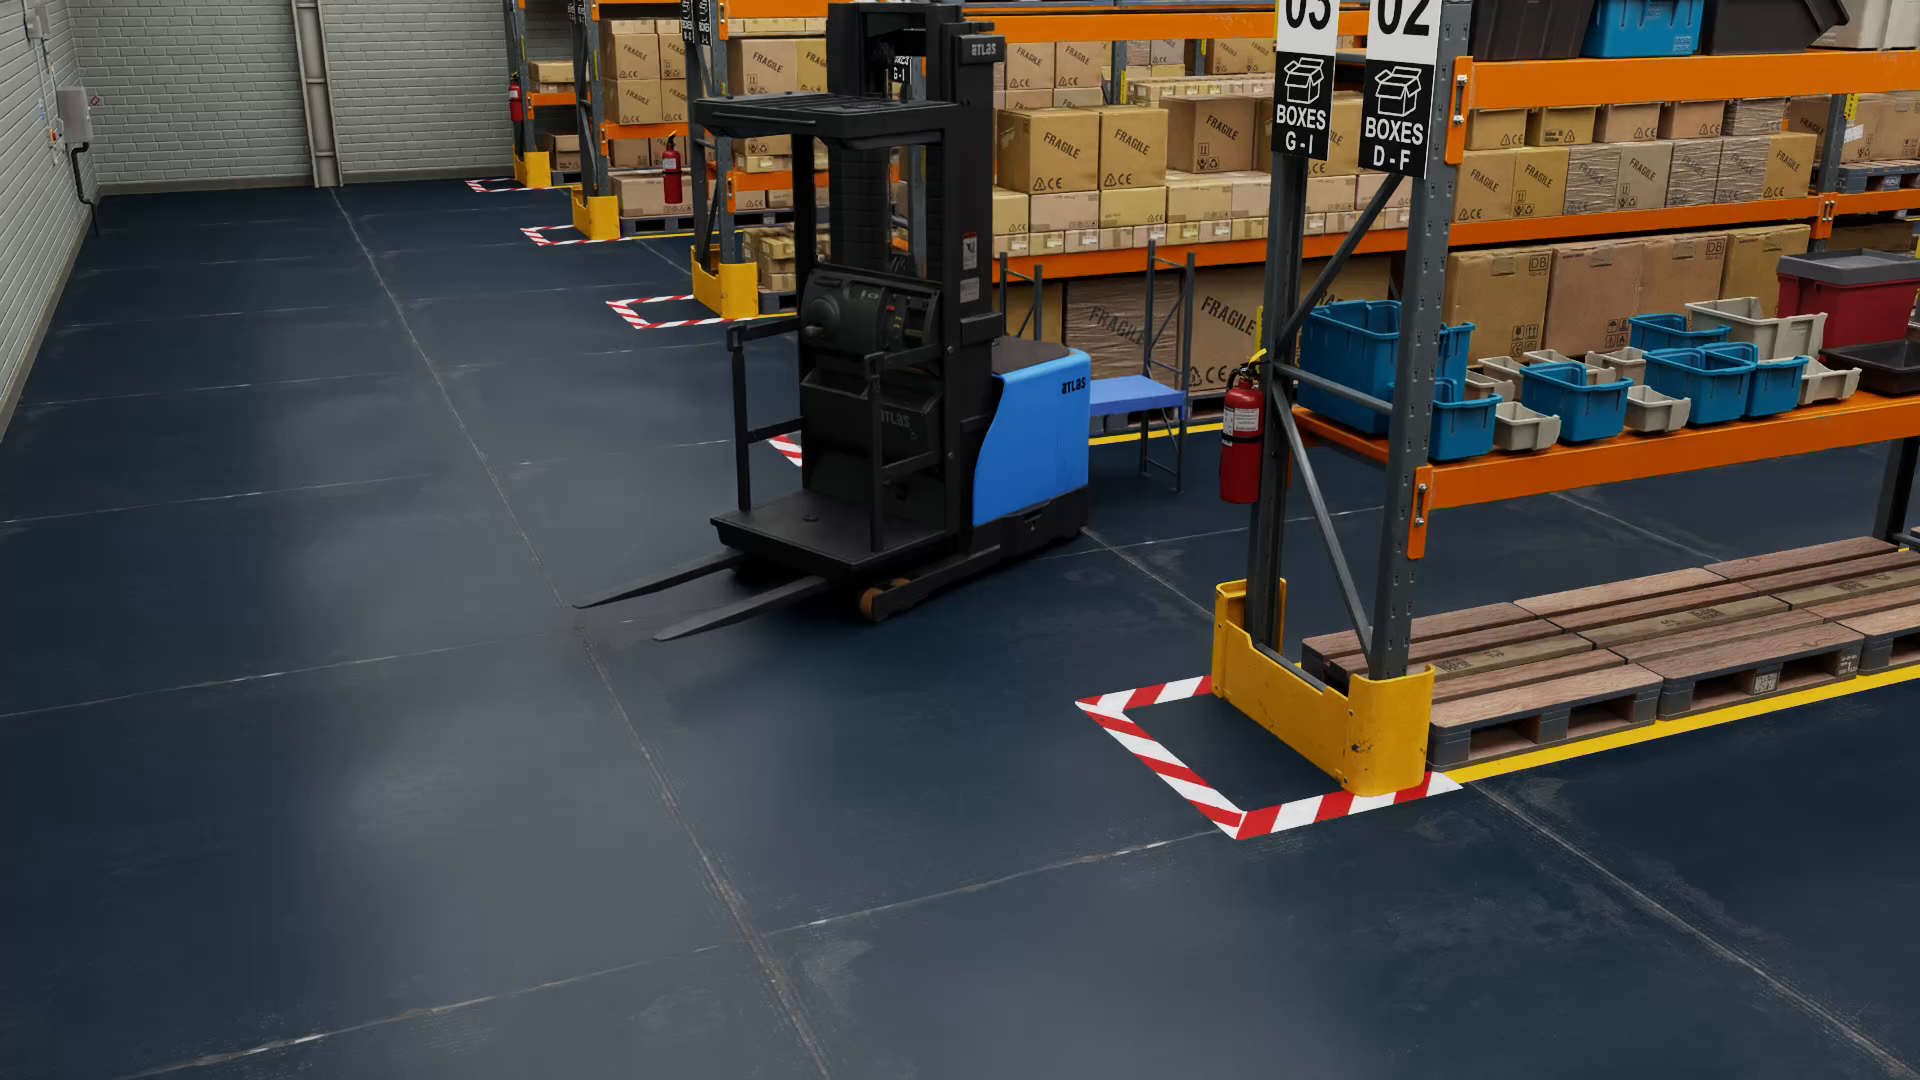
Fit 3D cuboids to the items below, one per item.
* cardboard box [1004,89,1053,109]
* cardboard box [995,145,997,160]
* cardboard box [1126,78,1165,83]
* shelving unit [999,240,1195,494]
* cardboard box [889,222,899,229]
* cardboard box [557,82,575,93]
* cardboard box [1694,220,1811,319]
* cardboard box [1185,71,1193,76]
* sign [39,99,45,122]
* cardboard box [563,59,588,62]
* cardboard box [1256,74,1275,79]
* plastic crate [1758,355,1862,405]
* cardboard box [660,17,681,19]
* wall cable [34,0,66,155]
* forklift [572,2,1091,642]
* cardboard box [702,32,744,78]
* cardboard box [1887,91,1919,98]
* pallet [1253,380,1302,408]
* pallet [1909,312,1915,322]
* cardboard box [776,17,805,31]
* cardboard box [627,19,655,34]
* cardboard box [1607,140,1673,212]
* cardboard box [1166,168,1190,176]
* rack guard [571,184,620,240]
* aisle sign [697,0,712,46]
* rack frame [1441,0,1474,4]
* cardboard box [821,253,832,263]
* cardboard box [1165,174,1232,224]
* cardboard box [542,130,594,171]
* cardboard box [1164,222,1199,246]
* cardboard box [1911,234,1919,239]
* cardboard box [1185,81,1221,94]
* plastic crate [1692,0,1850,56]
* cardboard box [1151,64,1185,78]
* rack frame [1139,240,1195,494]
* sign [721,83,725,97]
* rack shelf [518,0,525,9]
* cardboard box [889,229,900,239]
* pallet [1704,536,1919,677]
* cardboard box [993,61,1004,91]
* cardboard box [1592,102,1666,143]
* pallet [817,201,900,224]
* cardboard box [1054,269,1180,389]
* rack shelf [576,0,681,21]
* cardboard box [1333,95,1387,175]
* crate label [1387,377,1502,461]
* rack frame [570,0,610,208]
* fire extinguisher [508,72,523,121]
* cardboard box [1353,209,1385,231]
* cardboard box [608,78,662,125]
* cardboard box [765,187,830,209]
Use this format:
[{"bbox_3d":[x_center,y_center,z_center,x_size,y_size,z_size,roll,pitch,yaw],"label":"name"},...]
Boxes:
[{"bbox_3d":[0.558,-4.124,16.120,0.500,0.500,0.500,-9,21,-23],"label":"cardboard box"},{"bbox_3d":[0.251,-3.772,16.096,0.250,0.149,0.380,-9,21,-24],"label":"cardboard box"},{"bbox_3d":[1.905,-4.663,17.098,0.250,0.149,0.380,-9,21,-24],"label":"cardboard box"},{"bbox_3d":[0.814,-1.000,10.103,1.048,1.500,0.538,-9,21,-23],"label":"shelving unit"},{"bbox_3d":[-0.706,-3.065,16.476,0.250,0.149,0.380,-9,21,-24],"label":"cardboard box"},{"bbox_3d":[-5.703,-6.526,23.919,0.250,0.149,0.380,-8,21,-21],"label":"cardboard box"},{"bbox_3d":[6.270,-2.266,14.009,0.875,0.875,1.225,-9,21,-24],"label":"cardboard box"},{"bbox_3d":[3.194,-6.371,22.846,0.250,0.149,0.380,-7,21,-20],"label":"cardboard box"},{"bbox_3d":[-9.565,-4.480,17.323,0.001,0.218,0.327,-8,21,-22],"label":"sign"},{"bbox_3d":[-5.538,-6.916,24.426,0.500,0.250,0.500,-8,21,-22],"label":"cardboard box"},{"bbox_3d":[3.333,-4.866,17.675,0.250,0.149,0.380,-7,21,-20],"label":"cardboard box"},{"bbox_3d":[3.721,-0.701,7.304,0.466,0.136,0.293,-8,21,-22],"label":"plastic crate"},{"bbox_3d":[-3.434,-6.178,19.920,0.250,0.149,0.380,-8,21,-21],"label":"cardboard box"},{"bbox_3d":[-10.100,-5.286,18.488,0.122,1.984,0.588,-8,21,-22],"label":"wall cable"},{"bbox_3d":[-0.607,-1.163,8.412,1.130,2.935,3.031,16,25,39],"label":"forklift"},{"bbox_3d":[-2.864,-5.760,19.707,0.500,0.500,0.500,-8,21,-22],"label":"cardboard box"},{"bbox_3d":[11.566,-5.662,20.861,0.550,0.550,0.875,-8,21,-22],"label":"cardboard box"},{"bbox_3d":[2.510,-1.237,12.718,1.213,0.211,1.003,-8,21,-22],"label":"pallet"},{"bbox_3d":[7.630,-1.942,14.719,1.213,0.211,1.003,-8,21,-22],"label":"pallet"},{"bbox_3d":[-2.042,-6.189,19.950,0.250,0.149,0.380,-9,21,-23],"label":"cardboard box"},{"bbox_3d":[-3.711,-5.968,19.321,0.250,0.149,0.380,-8,21,-21],"label":"cardboard box"},{"bbox_3d":[5.154,-2.862,12.982,0.500,0.500,0.500,-8,21,-21],"label":"cardboard box"},{"bbox_3d":[1.316,-2.520,11.940,0.500,0.250,0.500,-8,21,-22],"label":"cardboard box"},{"bbox_3d":[-4.381,-3.942,19.965,0.348,0.500,1.175,-8,21,-22],"label":"rack guard"},{"bbox_3d":[-2.254,-4.753,14.591,0.004,0.787,0.394,-8,21,-22],"label":"aisle sign"},{"bbox_3d":[1.528,-3.422,5.690,0.127,3.000,1.000,-8,21,-22],"label":"rack frame"},{"bbox_3d":[-1.259,-2.690,15.859,0.250,0.149,0.380,-8,21,-21],"label":"cardboard box"},{"bbox_3d":[1.528,-2.358,11.481,0.500,0.250,0.500,-9,21,-23],"label":"cardboard box"},{"bbox_3d":[-5.730,-5.710,24.348,0.637,0.503,0.797,-9,21,-24],"label":"cardboard box"},{"bbox_3d":[1.435,-2.133,11.441,0.250,0.149,0.380,-9,21,-23],"label":"cardboard box"},{"bbox_3d":[9.053,-2.504,15.220,0.500,0.500,0.700,-10,22,-27],"label":"cardboard box"},{"bbox_3d":[2.401,-4.498,16.629,0.250,0.149,0.380,-8,21,-21],"label":"cardboard box"},{"bbox_3d":[3.040,-2.095,6.532,0.767,0.338,0.504,-8,21,-22],"label":"plastic crate"},{"bbox_3d":[2.642,-6.201,22.089,0.500,0.250,0.500,-8,21,-22],"label":"cardboard box"},{"bbox_3d":[1.277,-1.070,10.303,0.032,1.500,0.500,-9,21,-23],"label":"rack frame"},{"bbox_3d":[-2.091,-3.871,14.696,0.005,0.325,0.100,-8,21,-22],"label":"sign"},{"bbox_3d":[-4.492,-7.976,24.225,4.000,0.370,1.077,-8,21,-22],"label":"rack shelf"},{"bbox_3d":[-0.749,-2.886,15.966,0.250,0.149,0.380,-7,21,-20],"label":"cardboard box"},{"bbox_3d":[4.541,0.306,8.336,1.213,0.211,1.003,-8,21,-22],"label":"pallet"},{"bbox_3d":[0.094,-4.537,15.786,0.500,0.500,0.500,-8,21,-21],"label":"cardboard box"},{"bbox_3d":[5.021,-3.409,13.026,0.637,0.503,0.797,-7,21,-20],"label":"cardboard box"},{"bbox_3d":[-1.416,-4.259,21.301,1.213,0.211,1.003,-8,21,-22],"label":"pallet"},{"bbox_3d":[0.958,-1.527,11.908,0.875,0.875,0.875,-8,21,-22],"label":"cardboard box"},{"bbox_3d":[-2.523,-6.463,19.928,4.000,0.370,1.077,-8,21,-22],"label":"rack shelf"},{"bbox_3d":[2.923,-2.910,11.918,0.500,0.500,0.500,-8,21,-20],"label":"cardboard box"},{"bbox_3d":[1.885,-0.473,6.512,0.303,0.233,0.416,-8,21,-22],"label":"crate label"},{"bbox_3d":[-4.359,-5.124,19.559,0.127,3.000,1.000,-8,21,-22],"label":"rack frame"},{"bbox_3d":[-6.281,-6.265,23.476,0.183,0.674,0.296,-8,21,-22],"label":"fire extinguisher"},{"bbox_3d":[2.852,-2.336,12.018,0.250,0.149,0.380,-8,21,-21],"label":"cardboard box"},{"bbox_3d":[-3.805,-5.147,19.473,0.500,0.500,0.500,-8,21,-22],"label":"cardboard box"},{"bbox_3d":[-2.127,-4.472,20.933,0.875,0.438,0.875,-9,21,-24],"label":"cardboard box"}]
